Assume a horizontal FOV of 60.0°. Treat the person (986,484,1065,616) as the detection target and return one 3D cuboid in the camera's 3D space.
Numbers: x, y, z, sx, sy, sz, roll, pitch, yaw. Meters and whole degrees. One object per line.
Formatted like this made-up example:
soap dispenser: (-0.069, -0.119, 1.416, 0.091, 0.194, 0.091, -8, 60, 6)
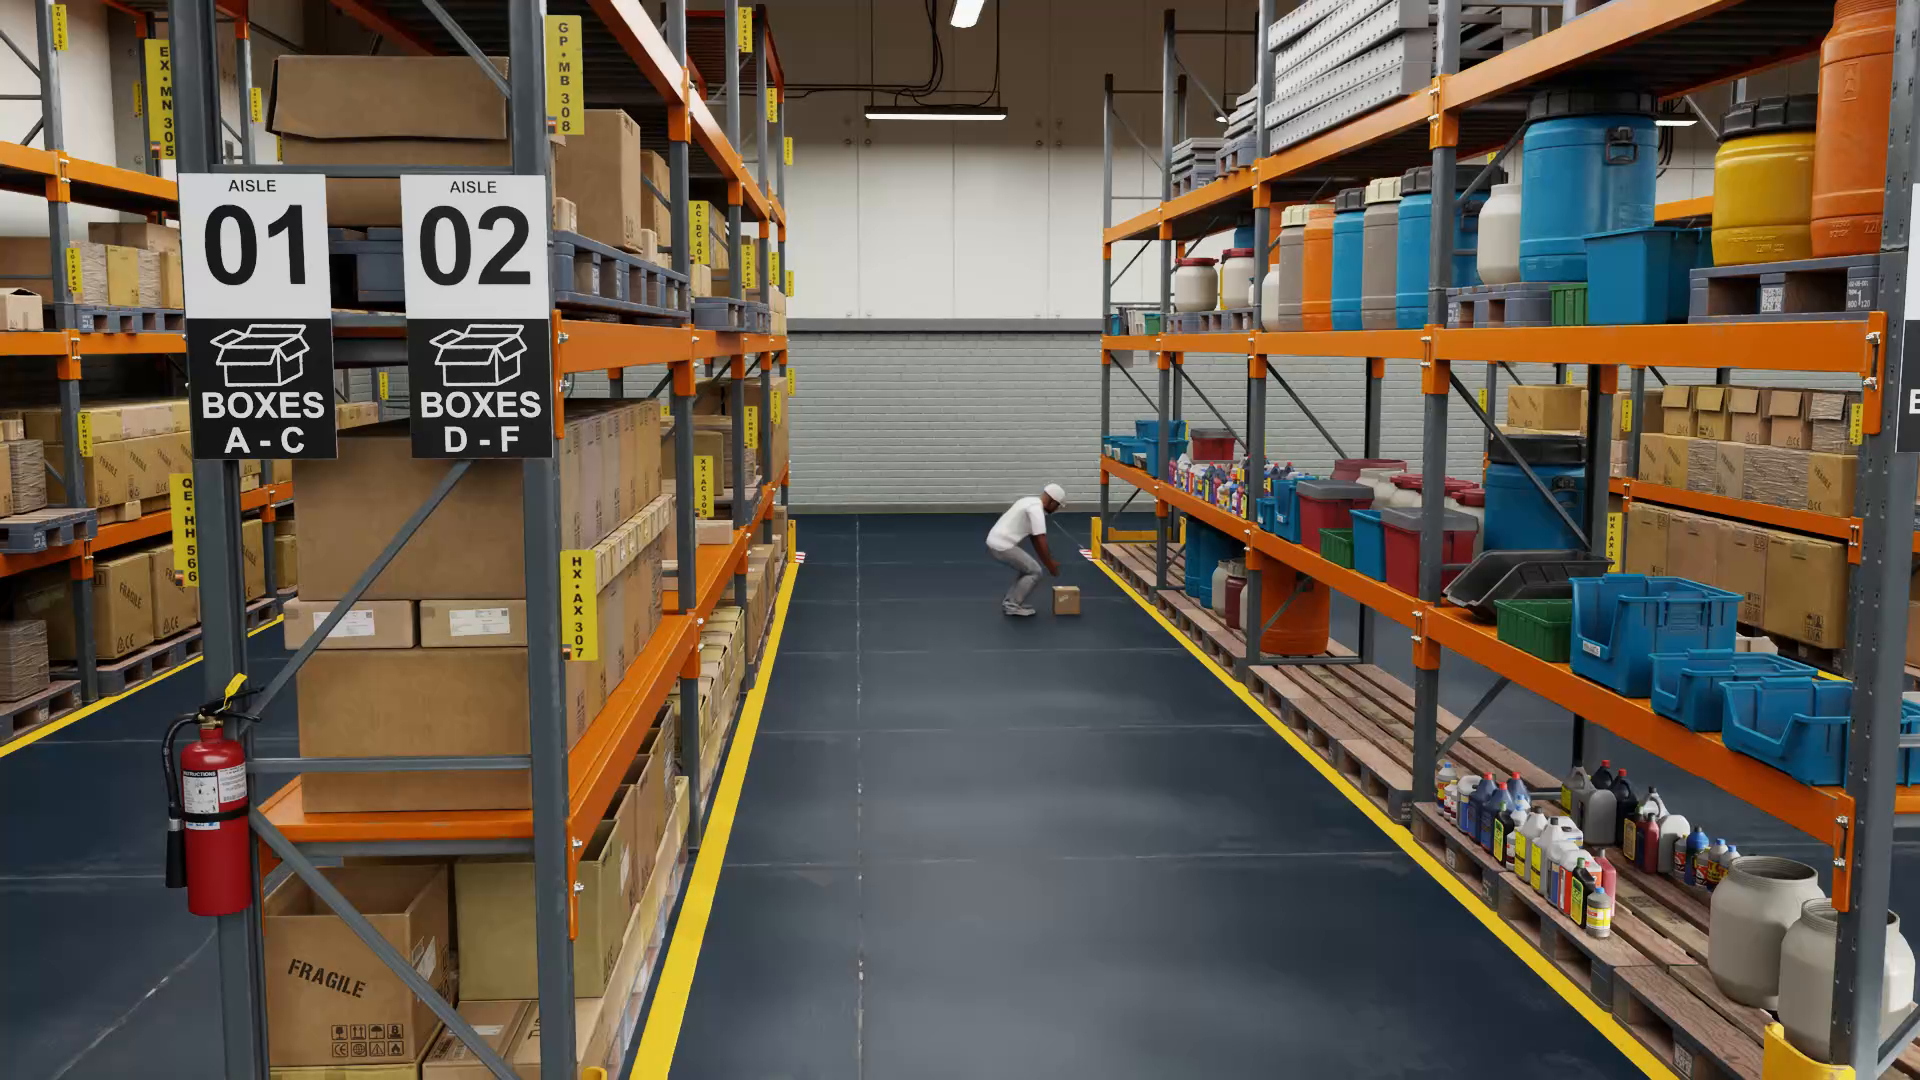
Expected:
person: (0.664, 0.086, 16.838, 0.805, 1.313, 0.629, 0, 7, -4)
